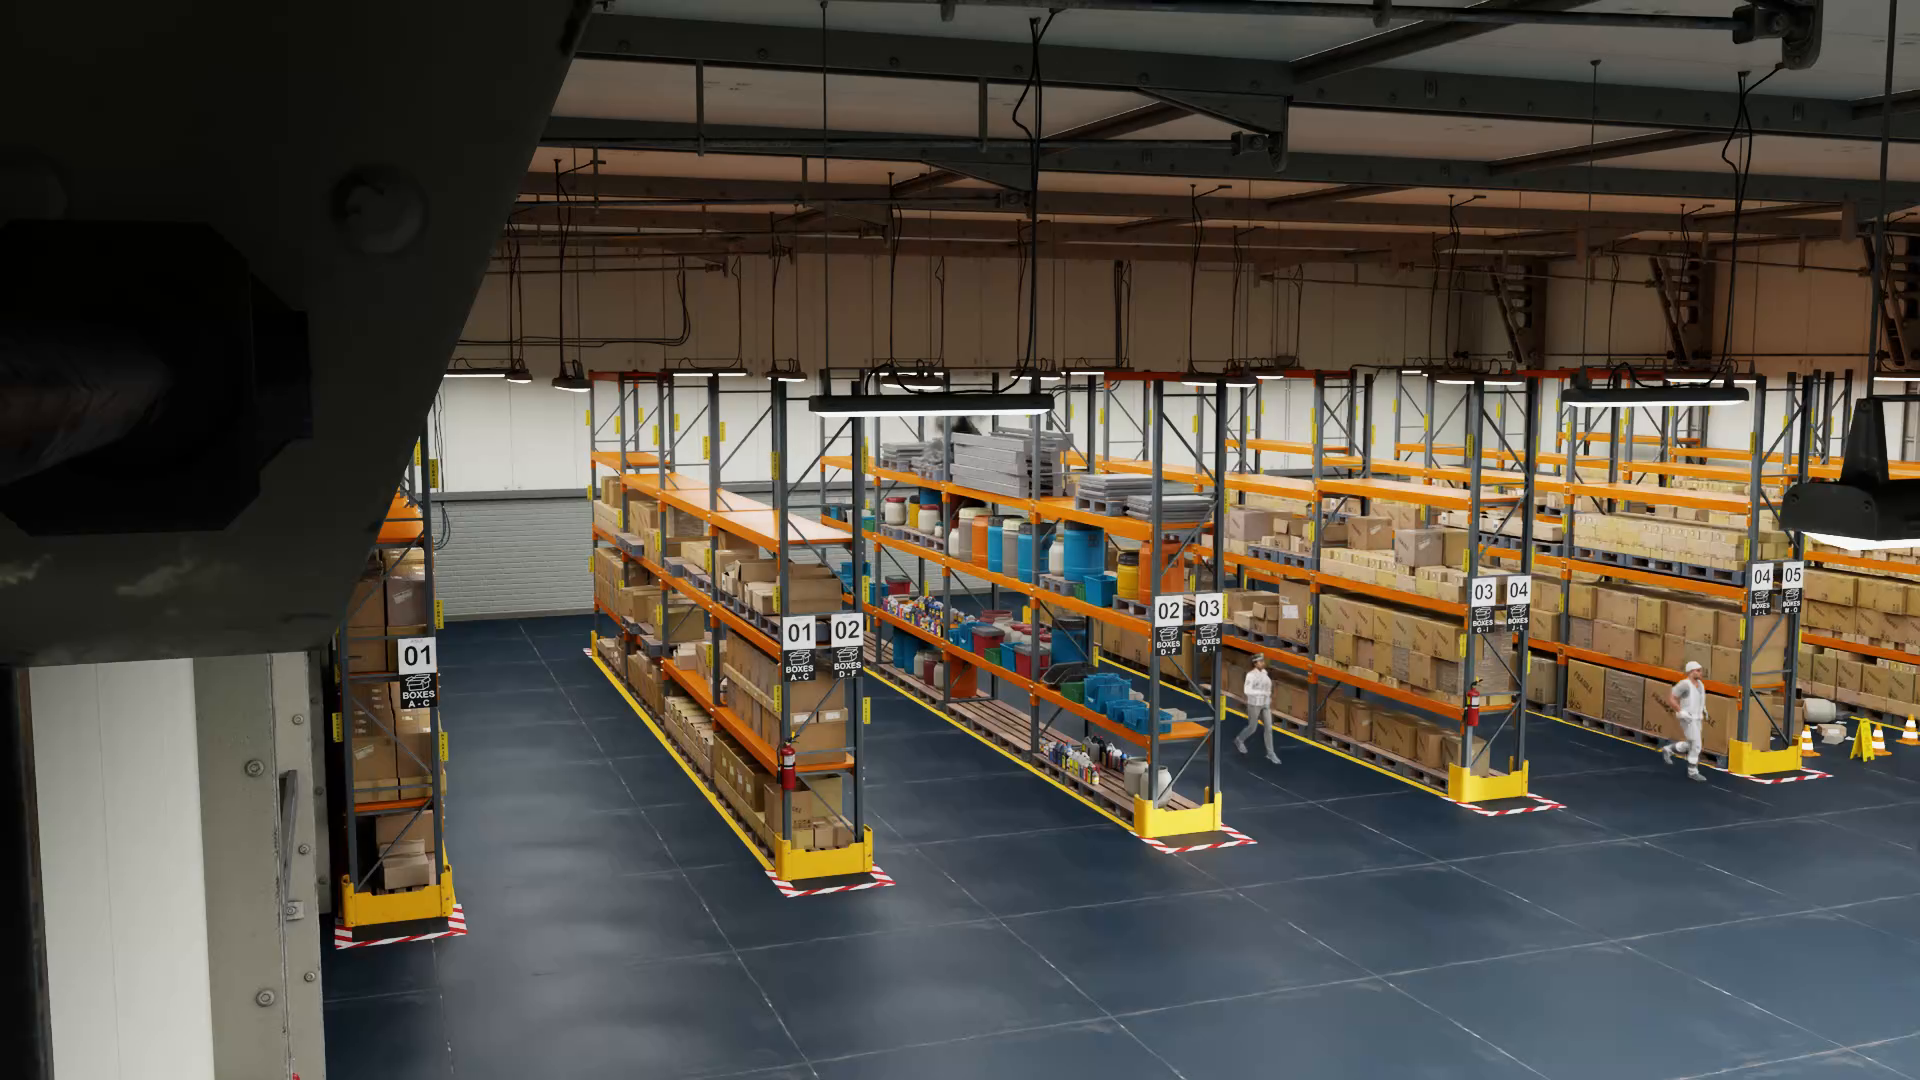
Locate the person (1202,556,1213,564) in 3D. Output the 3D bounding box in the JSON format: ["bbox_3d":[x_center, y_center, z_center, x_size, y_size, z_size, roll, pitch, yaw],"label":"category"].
[{"bbox_3d":[6.172,0.839,41.468,0.870,1.720,0.793,-2,7,-14],"label":"person"}]

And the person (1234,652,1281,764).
[{"bbox_3d":[4.647,2.581,25.899,0.612,1.701,0.920,-4,8,-34],"label":"person"}]

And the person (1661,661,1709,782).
[{"bbox_3d":[10.923,2.686,24.982,0.693,1.762,0.818,-4,8,-33],"label":"person"}]
